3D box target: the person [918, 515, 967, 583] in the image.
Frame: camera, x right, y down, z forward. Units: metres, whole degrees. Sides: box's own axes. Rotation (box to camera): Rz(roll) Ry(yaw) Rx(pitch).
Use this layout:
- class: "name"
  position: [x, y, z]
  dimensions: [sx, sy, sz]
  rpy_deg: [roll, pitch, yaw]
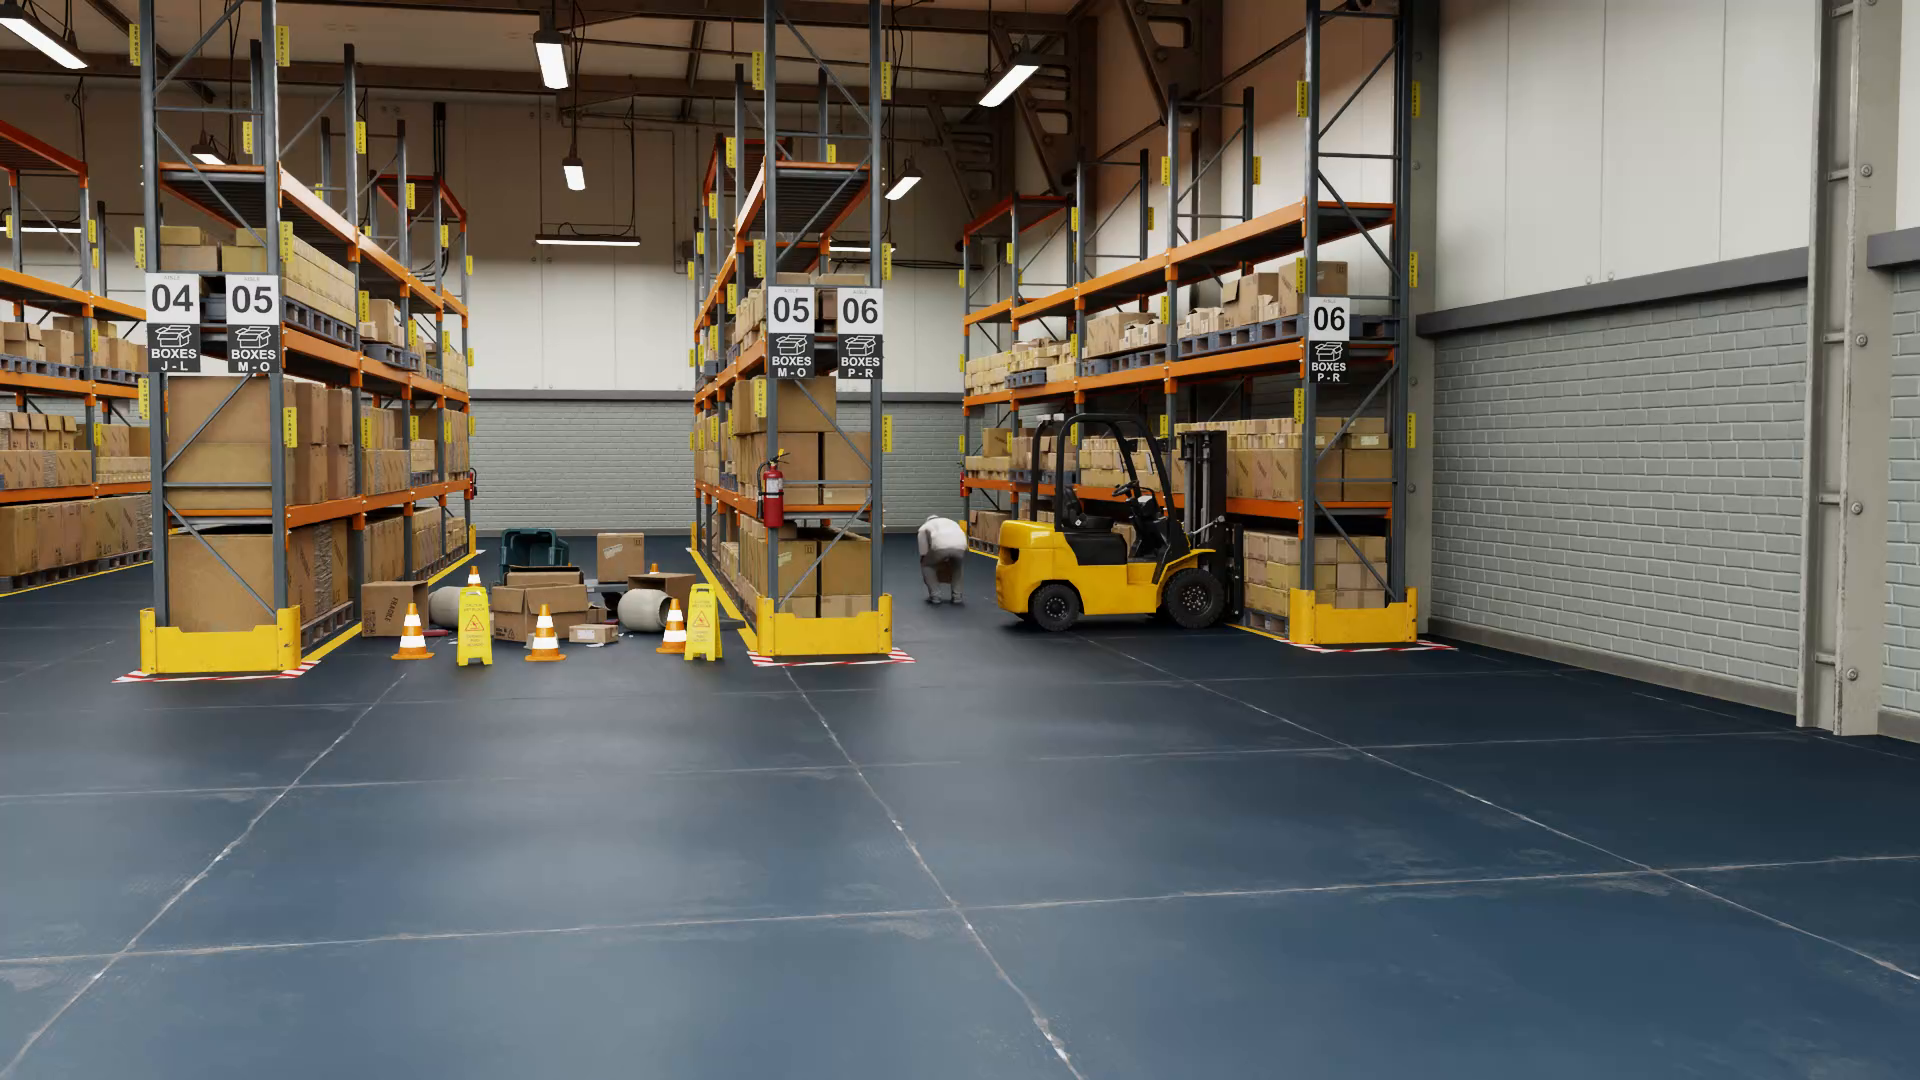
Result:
- class: "person"
  position: [-0.229, 0.130, 19.793]
  dimensions: [0.506, 0.824, 0.956]
  rpy_deg: [-1, 3, -14]
